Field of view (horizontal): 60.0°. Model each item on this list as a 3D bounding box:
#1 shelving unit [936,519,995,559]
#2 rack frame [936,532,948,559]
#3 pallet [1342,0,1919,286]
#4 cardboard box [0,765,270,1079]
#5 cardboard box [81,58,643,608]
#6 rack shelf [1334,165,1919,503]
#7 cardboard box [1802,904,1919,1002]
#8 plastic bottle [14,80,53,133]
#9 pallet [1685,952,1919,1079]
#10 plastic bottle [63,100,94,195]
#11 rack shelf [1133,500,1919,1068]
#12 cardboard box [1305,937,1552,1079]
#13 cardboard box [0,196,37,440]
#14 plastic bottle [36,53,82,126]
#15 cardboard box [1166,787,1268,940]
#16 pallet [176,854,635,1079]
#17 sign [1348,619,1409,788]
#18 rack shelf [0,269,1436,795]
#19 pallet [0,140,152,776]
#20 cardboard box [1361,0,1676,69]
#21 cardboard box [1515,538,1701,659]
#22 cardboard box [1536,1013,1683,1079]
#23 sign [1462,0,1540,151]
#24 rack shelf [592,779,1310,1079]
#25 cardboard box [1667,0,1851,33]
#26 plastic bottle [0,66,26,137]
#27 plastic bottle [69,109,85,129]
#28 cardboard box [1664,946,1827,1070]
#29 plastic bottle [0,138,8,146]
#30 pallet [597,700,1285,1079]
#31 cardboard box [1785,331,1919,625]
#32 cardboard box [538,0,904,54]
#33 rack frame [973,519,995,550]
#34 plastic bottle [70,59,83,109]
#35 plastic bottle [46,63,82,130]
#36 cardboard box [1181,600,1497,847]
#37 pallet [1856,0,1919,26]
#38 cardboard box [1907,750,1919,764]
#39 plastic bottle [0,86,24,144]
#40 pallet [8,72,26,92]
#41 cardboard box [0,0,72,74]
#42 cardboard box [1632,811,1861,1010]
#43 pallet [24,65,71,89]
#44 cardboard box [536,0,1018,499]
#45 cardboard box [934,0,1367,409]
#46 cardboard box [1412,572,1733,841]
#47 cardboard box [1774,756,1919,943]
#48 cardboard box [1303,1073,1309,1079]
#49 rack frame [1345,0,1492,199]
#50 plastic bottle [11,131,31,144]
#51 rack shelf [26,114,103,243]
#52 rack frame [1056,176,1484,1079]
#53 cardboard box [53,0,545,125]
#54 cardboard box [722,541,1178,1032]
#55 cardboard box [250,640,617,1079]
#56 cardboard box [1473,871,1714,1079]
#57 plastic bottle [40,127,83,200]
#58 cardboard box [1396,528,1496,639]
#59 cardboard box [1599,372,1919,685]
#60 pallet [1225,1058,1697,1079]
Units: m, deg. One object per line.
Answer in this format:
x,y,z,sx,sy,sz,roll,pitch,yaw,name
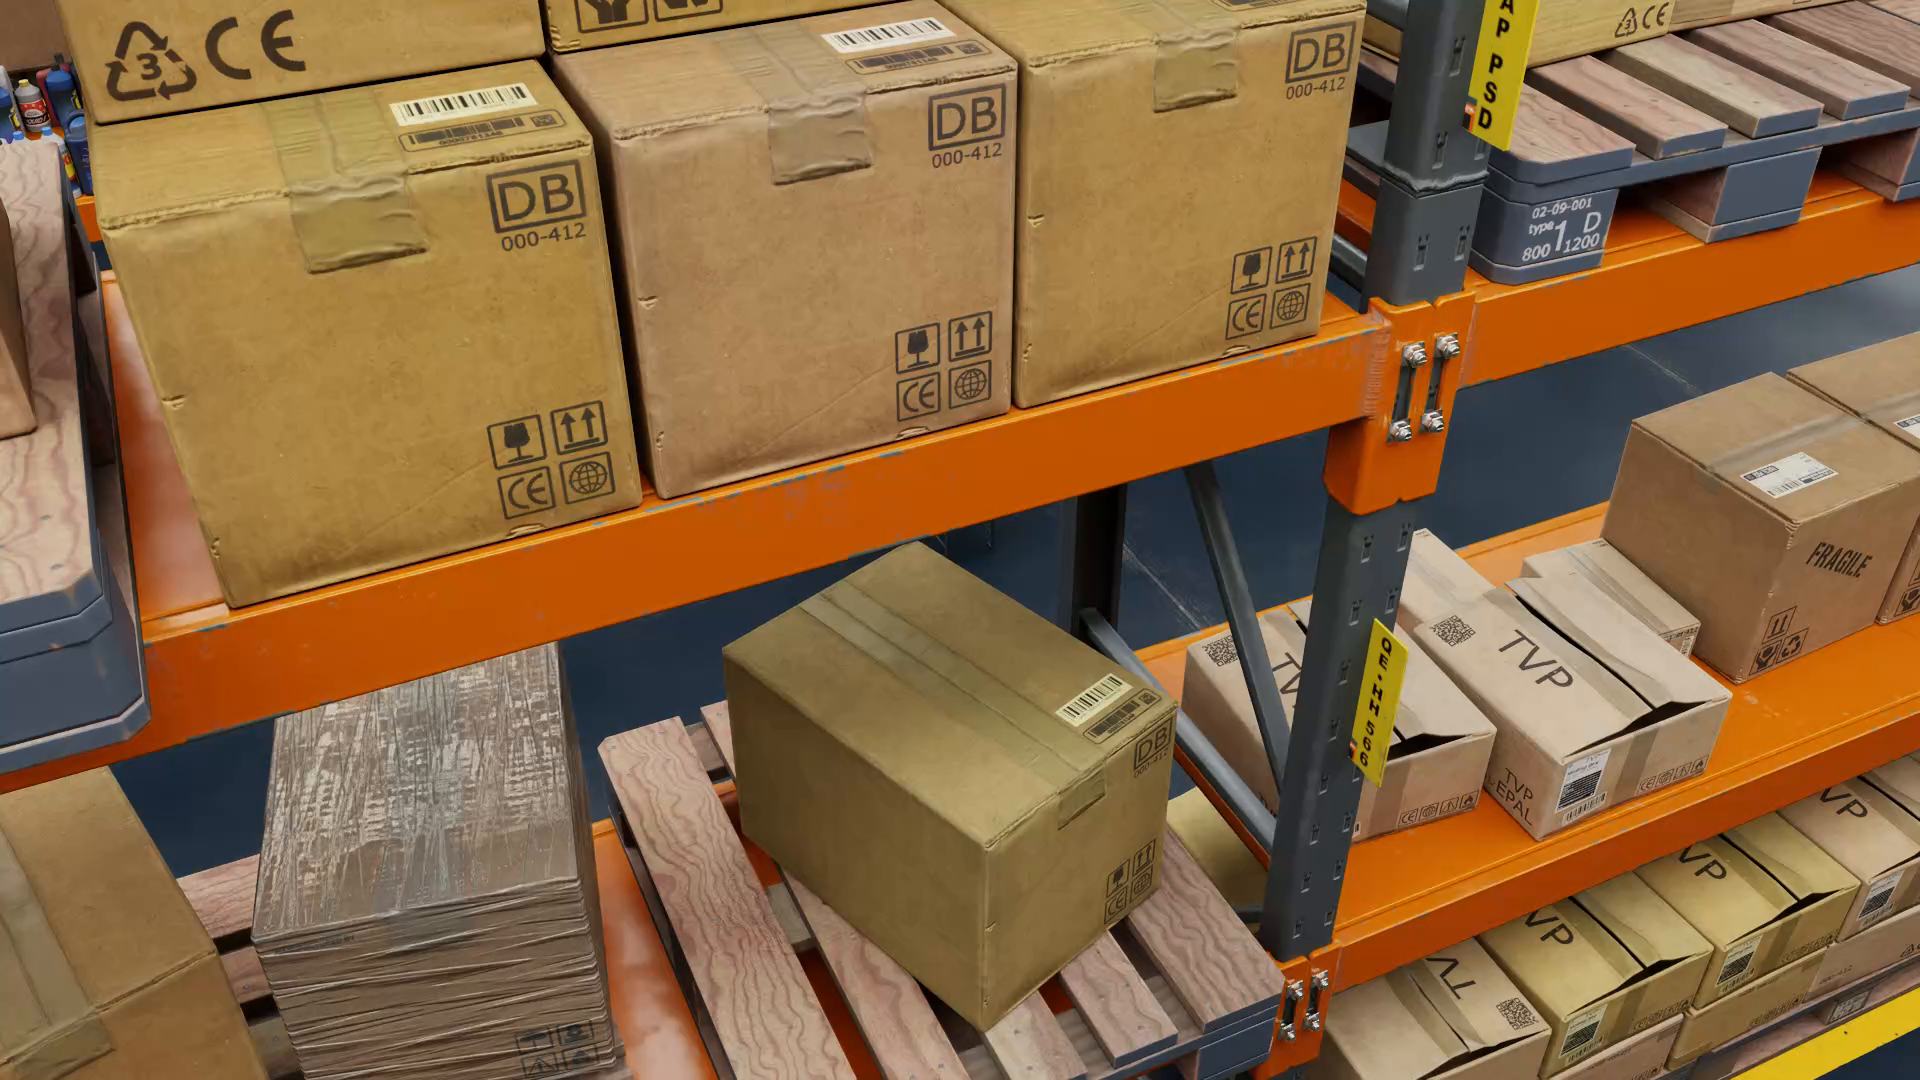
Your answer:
-0.007,-0.359,6.479,0.210,0.900,0.258,-16,39,-20,shelving unit
-0.099,-0.334,6.444,0.006,0.900,0.240,-16,39,-20,rack frame
1.072,-0.916,3.108,1.003,0.211,1.213,-14,39,-18,pallet
-1.552,0.756,2.776,0.500,0.500,0.700,-26,44,-31,cardboard box
-0.817,-0.423,2.200,0.500,0.500,0.910,-16,39,-20,cardboard box
2.306,-0.989,3.652,4.000,0.370,1.077,-16,39,-20,rack shelf
2.482,1.002,4.836,0.500,0.250,0.500,-15,39,-19,cardboard box
-3.795,-1.778,6.796,0.097,0.201,0.097,0,37,0,plastic bottle
2.360,1.059,5.145,1.213,0.211,1.003,-16,39,-20,pallet
-3.275,-1.499,6.295,0.185,0.351,0.144,-16,39,-20,plastic bottle
2.306,0.216,4.545,4.000,0.370,1.077,-16,39,-20,rack shelf
1.095,1.169,4.141,0.500,0.311,0.500,-14,39,-18,cardboard box
-1.432,-0.435,1.781,0.600,0.600,0.600,-17,40,-22,cardboard box
-3.698,-1.850,6.824,0.133,0.283,0.061,-16,39,-20,plastic bottle
0.865,0.878,4.533,0.500,0.311,0.500,-15,39,-19,cardboard box
-1.263,1.005,3.039,1.213,0.211,1.003,-16,39,-20,pallet
0.735,0.290,2.936,0.005,0.325,0.100,-16,39,-20,sign
-1.315,0.023,2.287,4.000,0.370,1.077,-16,39,-20,rack shelf
-1.568,-0.075,1.974,1.003,0.211,1.213,-16,39,-20,pallet
0.882,-1.026,2.870,0.500,0.250,0.500,-19,40,-23,cardboard box
1.626,0.181,4.199,0.250,0.149,0.380,-13,38,-17,cardboard box
1.549,1.267,4.480,0.500,0.250,0.500,-17,40,-21,cardboard box
0.724,-0.686,2.206,0.005,0.325,0.100,-16,39,-20,sign
-1.315,1.228,3.180,4.000,0.370,1.077,-16,39,-20,rack shelf
1.349,-1.168,3.062,0.500,0.250,0.500,-15,39,-19,cardboard box
-3.888,-1.764,6.715,0.135,0.276,0.152,-16,39,-20,plastic bottle
-3.366,-1.522,6.392,0.097,0.271,0.097,0,37,0,plastic bottle
2.017,1.132,4.662,0.500,0.250,0.500,-17,40,-21,cardboard box
-3.597,-1.382,6.199,0.135,0.276,0.152,-16,39,-20,plastic bottle
-0.088,0.719,3.423,1.003,0.211,1.213,-16,39,-20,pallet
2.484,-0.174,4.383,0.500,0.500,0.500,-16,39,-20,cardboard box
-0.364,-0.978,2.109,0.500,0.500,0.500,-16,39,-20,cardboard box
0.085,-0.385,6.514,0.006,0.900,0.240,-16,39,-20,rack frame
-3.536,-1.895,6.828,0.185,0.351,0.144,-16,39,-20,plastic bottle
-3.648,-1.807,6.777,0.097,0.271,0.097,0,37,0,plastic bottle
0.844,0.400,3.767,0.500,0.311,0.500,-13,39,-17,cardboard box
2.083,-1.201,3.492,1.213,0.211,1.003,-14,39,-18,pallet
2.951,0.648,4.843,0.500,0.311,0.500,-16,39,-20,cardboard box
-3.818,-1.700,6.632,0.097,0.271,0.097,0,37,0,plastic bottle
-6.665,-3.014,10.636,1.213,0.211,1.003,-16,39,-20,pallet
-5.952,-3.613,10.534,0.875,0.875,1.225,-17,40,-21,cardboard box
2.029,0.904,4.498,0.500,0.311,0.500,-17,40,-21,cardboard box
-5.559,-3.325,11.056,1.213,0.211,1.003,-16,39,-20,pallet
-0.347,-0.554,2.378,0.500,0.500,0.910,-16,39,-20,cardboard box
0.115,-0.683,2.552,0.500,0.500,0.910,-16,39,-20,cardboard box
1.388,0.347,3.839,0.500,0.311,0.500,-16,39,-20,cardboard box
2.494,0.773,4.674,0.500,0.311,0.500,-16,39,-21,cardboard box
1.095,1.394,4.308,0.500,0.250,0.500,-16,39,-20,cardboard box
0.496,-1.977,1.861,0.127,3.000,1.000,-16,39,-20,rack frame
-3.481,-1.395,6.220,0.097,0.271,0.097,0,37,0,plastic bottle
-3.416,-1.444,6.783,4.000,0.370,1.077,-16,39,-20,rack shelf
0.496,0.433,3.649,0.127,3.000,1.000,-16,39,-20,rack frame
-0.825,-0.848,1.935,0.500,0.500,0.500,-16,39,-20,cardboard box
-0.027,0.444,3.197,0.500,0.500,0.700,-30,46,-34,cardboard box
-0.936,0.573,3.023,0.500,0.500,0.700,-9,37,-11,cardboard box
1.567,1.032,4.326,0.500,0.311,0.500,-17,40,-21,cardboard box
-3.393,-1.419,6.254,0.097,0.271,0.097,0,37,0,plastic bottle
1.192,0.157,4.231,0.250,0.149,0.380,-16,39,-20,cardboard box
2.008,-0.041,4.203,0.500,0.500,0.500,-18,40,-22,cardboard box
1.257,1.365,4.732,1.213,0.211,1.003,-16,39,-20,pallet
